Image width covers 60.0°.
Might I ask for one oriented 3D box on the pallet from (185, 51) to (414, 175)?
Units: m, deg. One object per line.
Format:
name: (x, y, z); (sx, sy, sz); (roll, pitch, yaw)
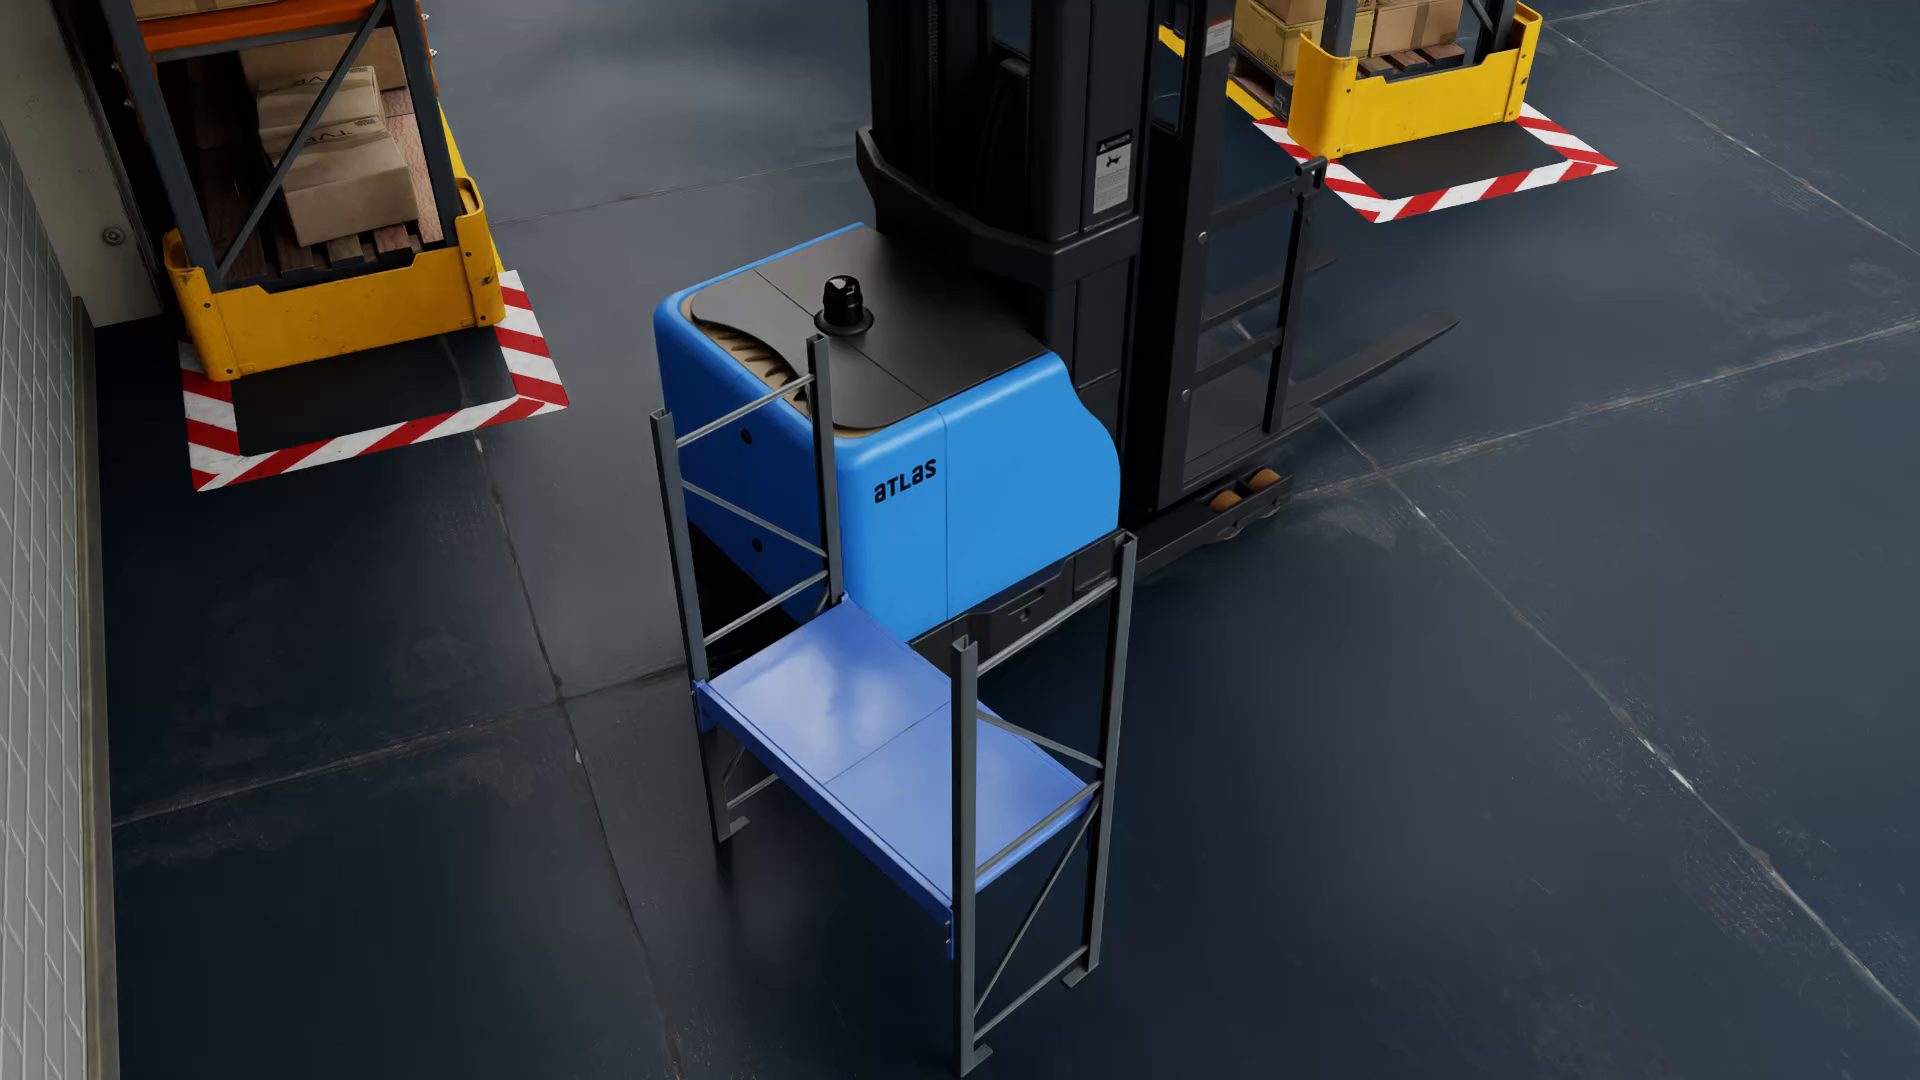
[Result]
pallet: (-3.189, -2.163, 8.104); (1.003, 0.211, 1.213); (-15, 43, -17)

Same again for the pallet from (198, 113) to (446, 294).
pallet: (-2.726, -1.429, 7.250); (1.003, 0.211, 1.213); (-15, 43, -17)

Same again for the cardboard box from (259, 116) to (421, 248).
cardboard box: (-2.601, -1.529, 6.952); (0.500, 0.311, 0.500); (-20, 45, -22)

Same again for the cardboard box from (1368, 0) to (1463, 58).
cardboard box: (2.156, -2.676, 8.348); (0.500, 0.250, 0.500); (-15, 43, -17)

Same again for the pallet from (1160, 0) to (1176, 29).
pallet: (1.362, -3.307, 9.434); (1.003, 0.211, 1.213); (-15, 43, -17)

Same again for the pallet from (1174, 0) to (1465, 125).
pallet: (1.825, -2.574, 8.581); (1.003, 0.211, 1.213); (-15, 43, -17)

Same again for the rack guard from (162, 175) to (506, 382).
rack guard: (-2.448, -1.041, 6.577); (1.175, 0.500, 0.348); (-15, 43, -17)

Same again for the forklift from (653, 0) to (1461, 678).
forklift: (0.540, -1.358, 5.081); (3.031, 2.935, 1.130); (-27, 48, -28)

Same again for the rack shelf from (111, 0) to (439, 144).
rack shelf: (-3.184, -2.875, 7.344); (1.077, 0.370, 4.000); (-15, 43, -17)

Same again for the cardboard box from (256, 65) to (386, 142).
cardboard box: (-2.819, -1.873, 7.352); (0.500, 0.311, 0.500); (-12, 42, -13)

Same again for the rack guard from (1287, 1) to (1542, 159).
rack guard: (2.165, -2.218, 7.946); (1.175, 0.500, 0.348); (-15, 43, -17)

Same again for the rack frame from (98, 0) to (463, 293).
rack frame: (-2.419, -1.943, 5.708); (1.000, 3.000, 0.127); (-15, 43, -17)

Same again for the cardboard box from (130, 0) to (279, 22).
cardboard box: (-2.777, -2.127, 6.022); (0.500, 0.250, 0.500); (-15, 43, -16)

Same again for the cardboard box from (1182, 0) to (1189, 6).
cardboard box: (1.476, -2.845, 8.544); (0.500, 0.250, 0.500); (-15, 43, -17)

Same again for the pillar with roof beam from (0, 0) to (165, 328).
pillar with roof beam: (0.491, -5.497, 5.241); (9.100, 9.000, 0.400); (-15, 43, -17)

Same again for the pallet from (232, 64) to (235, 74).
pallet: (-3.660, -2.899, 8.959); (1.003, 0.211, 1.213); (-15, 43, -17)

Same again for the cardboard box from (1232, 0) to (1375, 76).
cardboard box: (1.678, -2.547, 8.198); (0.500, 0.250, 0.500); (-15, 43, -17)

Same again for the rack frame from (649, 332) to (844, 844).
rack frame: (-0.514, 0.180, 4.391); (0.500, 1.500, 0.032); (-31, 49, -31)

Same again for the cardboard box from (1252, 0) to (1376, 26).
cardboard box: (1.676, -2.830, 7.953); (0.500, 0.500, 0.500); (-15, 43, -17)

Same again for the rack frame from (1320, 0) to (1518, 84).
rack frame: (2.156, -3.181, 7.148); (1.000, 3.000, 0.127); (-15, 43, -17)

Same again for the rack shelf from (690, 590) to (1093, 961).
rack shelf: (-0.169, 0.560, 4.225); (0.538, 0.185, 1.000); (-31, 49, -31)

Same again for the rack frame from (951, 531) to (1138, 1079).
rack frame: (0.176, 0.667, 3.824); (0.500, 1.500, 0.032); (-31, 49, -31)

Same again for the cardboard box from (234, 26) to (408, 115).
cardboard box: (-3.053, -2.399, 7.819); (0.700, 0.500, 0.500); (-18, 44, -20)

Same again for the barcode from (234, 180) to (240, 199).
barcode: (-2.977, -1.444, 6.846); (0.001, 0.075, 0.075); (-15, 43, -17)

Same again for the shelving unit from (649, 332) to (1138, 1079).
shelving unit: (-0.169, 0.423, 4.108); (0.538, 1.500, 1.048); (-31, 49, -31)
